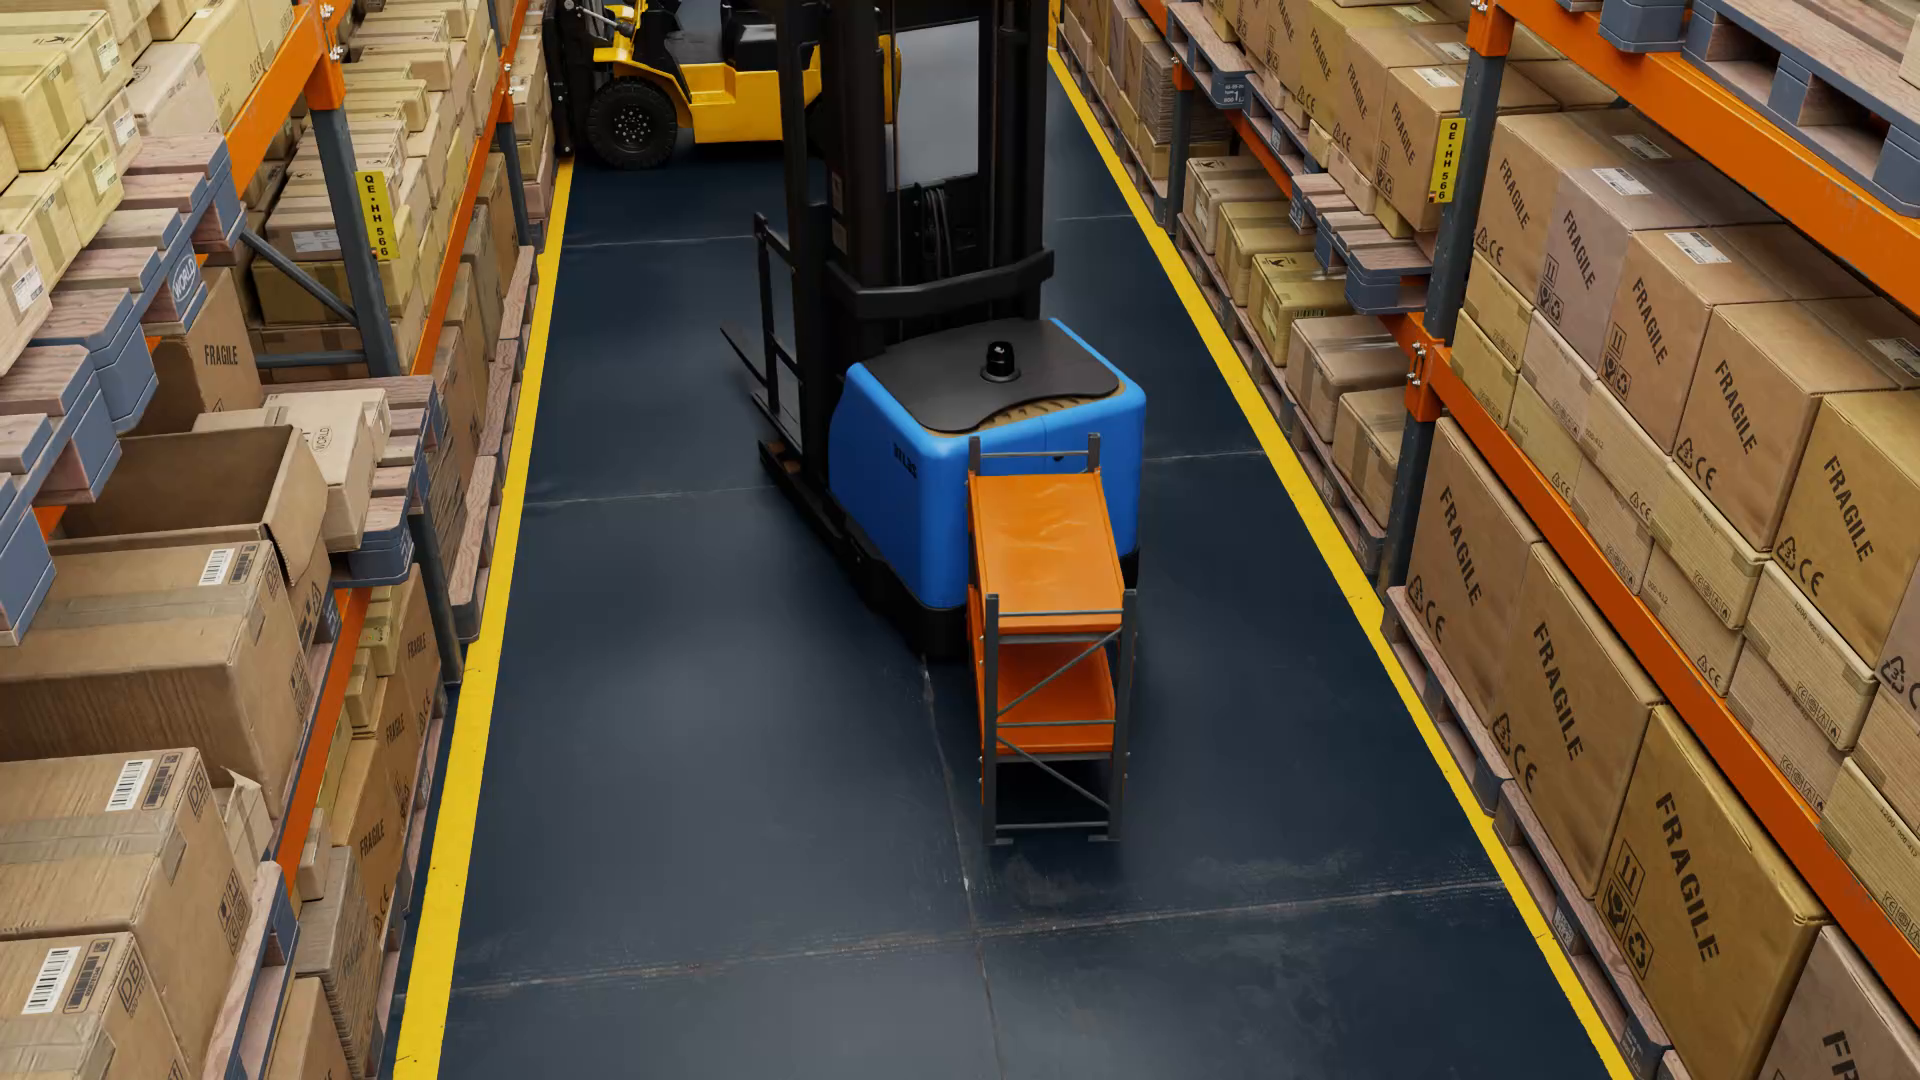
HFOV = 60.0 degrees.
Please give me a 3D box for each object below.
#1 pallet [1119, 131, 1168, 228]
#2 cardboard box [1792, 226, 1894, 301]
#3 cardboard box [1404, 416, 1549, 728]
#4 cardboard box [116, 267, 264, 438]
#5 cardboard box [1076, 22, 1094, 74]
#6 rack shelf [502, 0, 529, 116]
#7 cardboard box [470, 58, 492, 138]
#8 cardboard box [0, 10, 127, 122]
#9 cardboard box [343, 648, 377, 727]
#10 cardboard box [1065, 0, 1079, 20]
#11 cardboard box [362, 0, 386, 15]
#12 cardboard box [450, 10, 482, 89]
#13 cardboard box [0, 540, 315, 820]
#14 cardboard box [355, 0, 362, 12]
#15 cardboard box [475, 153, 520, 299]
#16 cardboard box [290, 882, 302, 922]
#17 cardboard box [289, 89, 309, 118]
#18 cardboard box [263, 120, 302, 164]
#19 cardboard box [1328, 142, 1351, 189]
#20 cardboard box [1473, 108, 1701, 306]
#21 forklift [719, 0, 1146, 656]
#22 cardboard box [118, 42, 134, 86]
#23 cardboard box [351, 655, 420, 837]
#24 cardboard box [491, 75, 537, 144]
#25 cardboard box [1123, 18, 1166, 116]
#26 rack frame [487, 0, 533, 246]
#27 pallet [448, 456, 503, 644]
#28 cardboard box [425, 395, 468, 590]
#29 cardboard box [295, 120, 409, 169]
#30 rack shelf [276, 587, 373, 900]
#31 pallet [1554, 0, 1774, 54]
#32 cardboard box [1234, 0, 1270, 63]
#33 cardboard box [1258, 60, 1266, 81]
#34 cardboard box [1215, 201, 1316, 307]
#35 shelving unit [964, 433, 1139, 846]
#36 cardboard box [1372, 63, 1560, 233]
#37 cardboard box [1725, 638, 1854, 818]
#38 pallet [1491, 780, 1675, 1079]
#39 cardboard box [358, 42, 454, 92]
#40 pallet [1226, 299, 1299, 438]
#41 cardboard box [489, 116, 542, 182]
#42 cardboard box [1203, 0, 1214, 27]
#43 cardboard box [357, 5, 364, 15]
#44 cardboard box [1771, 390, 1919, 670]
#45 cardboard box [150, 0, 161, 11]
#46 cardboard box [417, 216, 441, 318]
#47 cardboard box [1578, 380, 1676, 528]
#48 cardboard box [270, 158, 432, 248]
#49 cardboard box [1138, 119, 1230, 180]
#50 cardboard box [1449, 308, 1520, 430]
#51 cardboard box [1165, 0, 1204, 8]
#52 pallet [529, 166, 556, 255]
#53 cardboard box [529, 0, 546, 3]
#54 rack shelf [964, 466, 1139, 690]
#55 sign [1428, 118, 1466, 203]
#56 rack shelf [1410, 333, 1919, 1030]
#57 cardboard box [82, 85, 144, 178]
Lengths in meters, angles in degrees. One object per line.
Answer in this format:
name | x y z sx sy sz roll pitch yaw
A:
pallet | 1.691 -2.465 11.179 1.003 0.211 1.213 -4 35 -6
cardboard box | 2.821 -0.635 5.042 0.500 0.500 0.500 -4 35 -6
cardboard box | 2.365 0.083 6.478 0.875 0.875 0.875 -5 35 -7
cardboard box | -2.649 -0.551 5.433 0.500 0.500 0.500 -3 34 -4
cardboard box | 1.174 -3.758 12.669 0.500 0.250 0.500 -3 34 -5
rack shelf | -3.370 -3.686 11.134 1.077 0.370 4.000 -4 35 -6
cardboard box | -2.701 -2.263 8.541 0.500 0.250 0.500 -5 35 -7
cardboard box | -1.896 -0.931 3.286 0.380 0.149 0.250 -4 34 -6
cardboard box | -2.187 0.513 5.604 0.380 0.149 0.250 -5 35 -8
cardboard box | 1.117 -4.340 12.858 0.500 0.500 0.500 -5 35 -8
cardboard box | -2.802 -2.719 8.412 0.380 0.149 0.250 -4 35 -6
cardboard box | -2.706 -2.470 8.401 0.500 0.250 0.500 -5 35 -8
cardboard box | -2.044 0.369 4.084 0.700 0.500 0.500 -5 35 -7
cardboard box | -3.283 -2.810 8.545 0.380 0.149 0.250 -5 35 -8
cardboard box | -3.020 -1.769 9.418 0.875 0.625 0.625 -3 34 -4
cardboard box | -2.113 1.096 4.749 0.380 0.149 0.250 -4 35 -6
cardboard box | -3.033 -1.966 7.306 0.380 0.149 0.250 -3 34 -5
cardboard box | -3.034 -1.574 7.085 0.500 0.250 0.500 -5 35 -7
cardboard box | 1.866 -1.670 7.387 0.380 0.149 0.250 -6 35 -9
cardboard box | 2.179 -1.174 5.832 0.500 0.500 0.500 -5 35 -8
forklift | -0.337 -1.541 7.408 1.130 2.935 3.031 -16 37 -22
cardboard box | -2.130 -1.078 3.783 0.380 0.149 0.250 -3 34 -5
cardboard box | -2.237 0.724 5.870 0.500 0.500 0.500 -5 35 -7
cardboard box | -2.855 -2.611 10.099 0.500 0.250 0.500 -5 35 -7
cardboard box | 1.401 -3.186 11.164 0.500 0.500 0.500 -4 34 -6
rack frame | -3.101 -2.867 9.293 1.000 3.000 0.127 -4 35 -6
pallet | -2.635 0.055 7.482 1.003 0.211 1.213 -4 35 -6
cardboard box | -2.634 -0.176 7.081 0.875 0.625 0.625 -3 34 -5
cardboard box | -2.459 -1.580 6.740 0.380 0.149 0.250 -4 34 -6
rack shelf | -2.294 0.778 4.583 1.077 0.370 4.000 -4 35 -6
pallet | 2.494 -1.819 5.260 1.213 0.211 1.003 -3 34 -4
cardboard box | 1.717 -2.743 8.386 0.500 0.500 0.500 -5 35 -7
cardboard box | 1.741 -2.405 8.466 0.380 0.149 0.250 -4 34 -6
cardboard box | 1.990 -1.639 9.452 0.950 0.372 0.625 -2 34 -3
shelving unit | 0.310 0.358 6.227 0.538 1.125 1.048 -2 34 -2
cardboard box | 2.018 -1.583 6.684 0.500 0.500 0.500 -5 35 -8
cardboard box | 2.466 0.483 4.511 0.500 0.250 0.500 -5 35 -8
pallet | 2.547 1.264 5.707 1.003 0.211 1.213 -4 35 -6
cardboard box | -2.522 -2.150 7.576 0.380 0.149 0.250 -5 35 -8
pallet | 2.090 -0.976 8.995 1.003 0.211 1.213 -4 35 -6
cardboard box | -2.860 -2.404 10.239 0.500 0.250 0.500 -5 35 -7
cardboard box | 1.578 -2.982 9.313 0.380 0.149 0.250 -4 34 -6
cardboard box | -3.287 -2.709 8.751 0.500 0.250 0.500 -5 35 -7
cardboard box | 2.458 -0.038 4.166 0.500 0.500 0.500 -3 34 -5
cardboard box | -2.086 -1.347 3.915 0.380 0.149 0.250 -5 35 -7
cardboard box | -2.444 -1.120 6.863 0.500 0.250 0.500 -5 35 -7
cardboard box | 2.301 -0.288 5.199 0.500 0.250 0.500 -4 35 -7
cardboard box | -2.447 -1.325 6.720 0.500 0.250 0.500 -3 34 -5
cardboard box | 1.471 -2.592 10.958 0.500 0.250 0.500 -3 34 -4
cardboard box | 2.171 -0.659 6.186 0.500 0.250 0.500 -5 35 -7
cardboard box | 1.472 -3.297 10.148 0.380 0.149 0.250 -5 35 -7
pallet | -3.167 -2.162 10.734 1.003 0.211 1.213 -4 35 -6
cardboard box | -3.116 -3.751 11.771 0.500 0.250 0.500 -4 34 -6
rack shelf | 0.310 0.116 6.062 0.538 0.278 1.000 -2 34 -2
sign | 1.818 -1.412 6.201 0.100 0.325 0.005 -4 35 -6
rack shelf | 2.624 0.400 5.138 1.077 0.370 4.000 -4 35 -6
cardboard box | -1.904 -0.806 3.367 0.380 0.149 0.250 -4 34 -5
